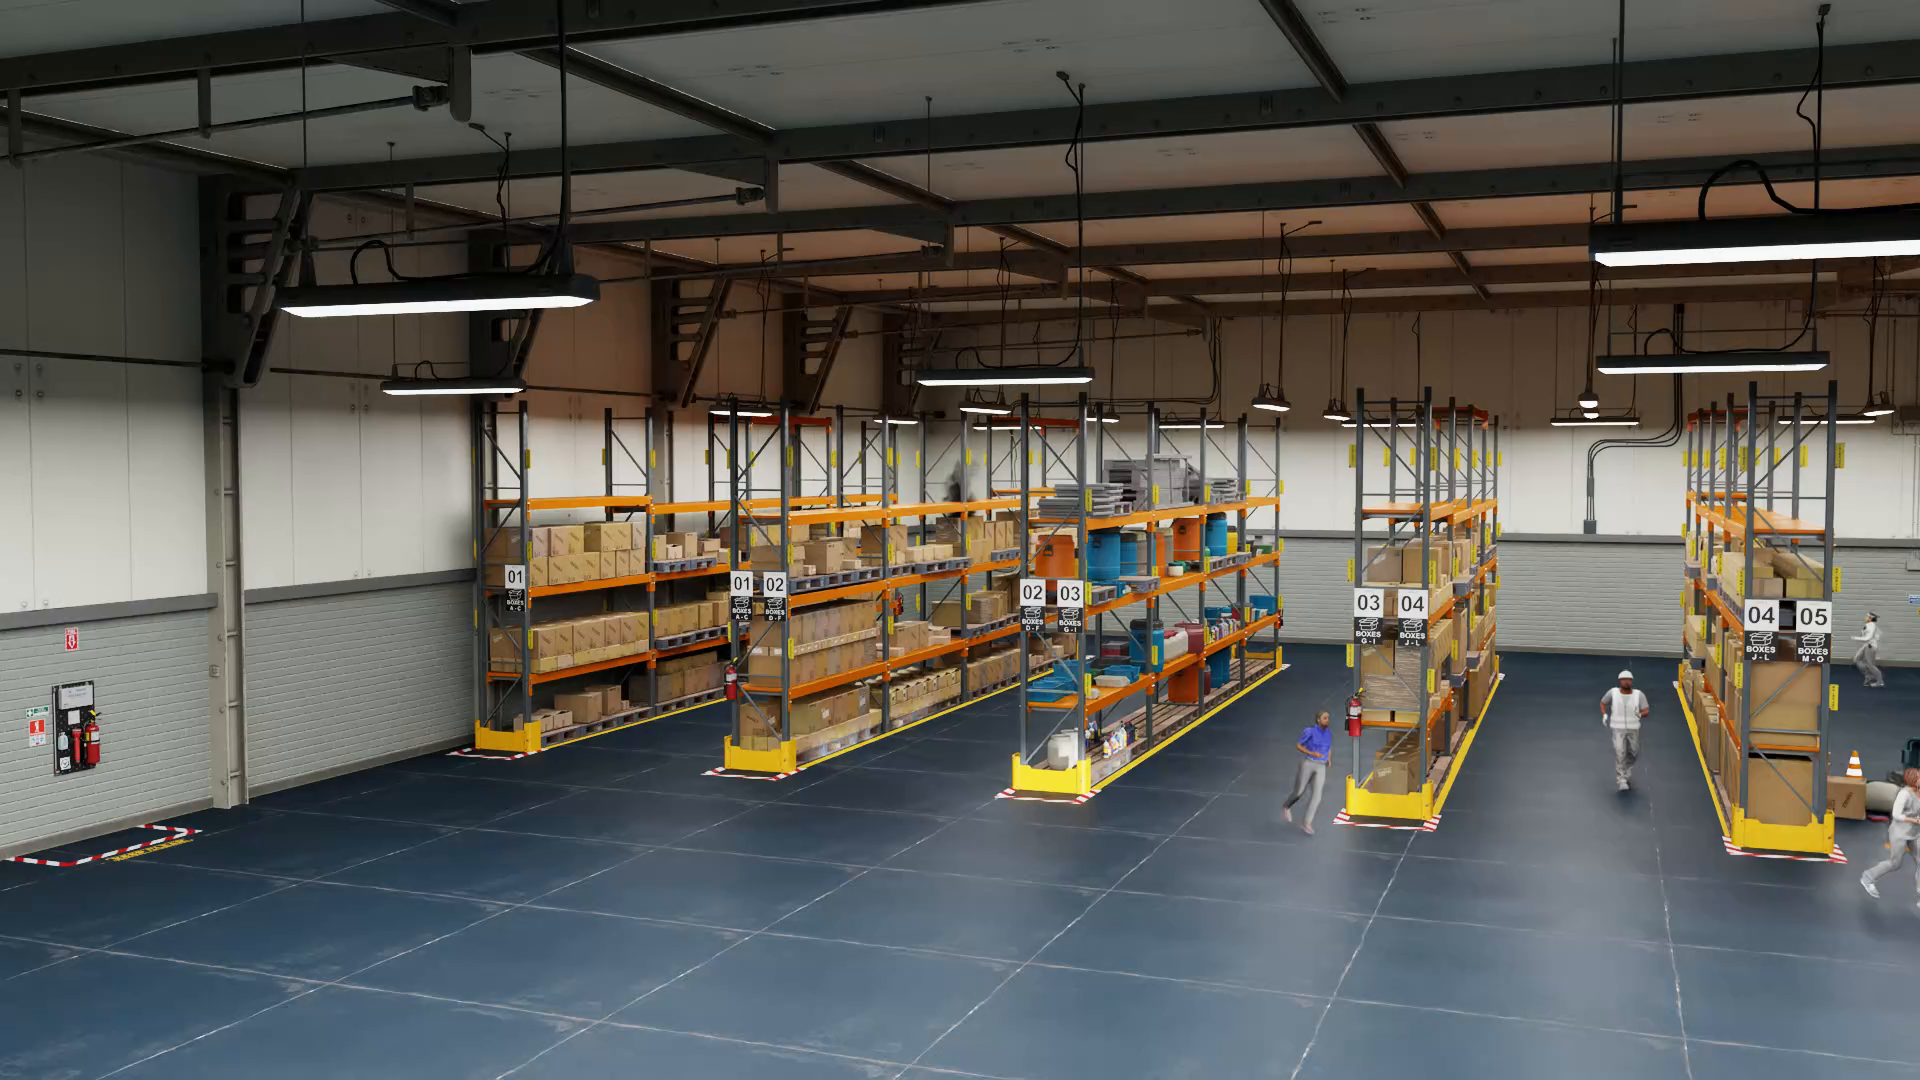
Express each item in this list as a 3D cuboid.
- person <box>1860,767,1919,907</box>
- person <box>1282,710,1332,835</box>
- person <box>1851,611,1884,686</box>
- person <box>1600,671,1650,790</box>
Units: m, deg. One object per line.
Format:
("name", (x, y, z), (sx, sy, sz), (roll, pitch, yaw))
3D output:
("person", (10.457, 3.306, 18.452), (0.563, 1.611, 0.907), (-2, 3, -31))
("person", (4.797, 3.101, 22.525), (0.623, 1.622, 0.895), (-1, 3, -12))
("person", (19.918, 2.385, 36.482), (0.666, 1.683, 0.586), (1, 3, 21))
("person", (10.127, 2.873, 25.325), (0.695, 1.763, 0.964), (1, 3, 15))
